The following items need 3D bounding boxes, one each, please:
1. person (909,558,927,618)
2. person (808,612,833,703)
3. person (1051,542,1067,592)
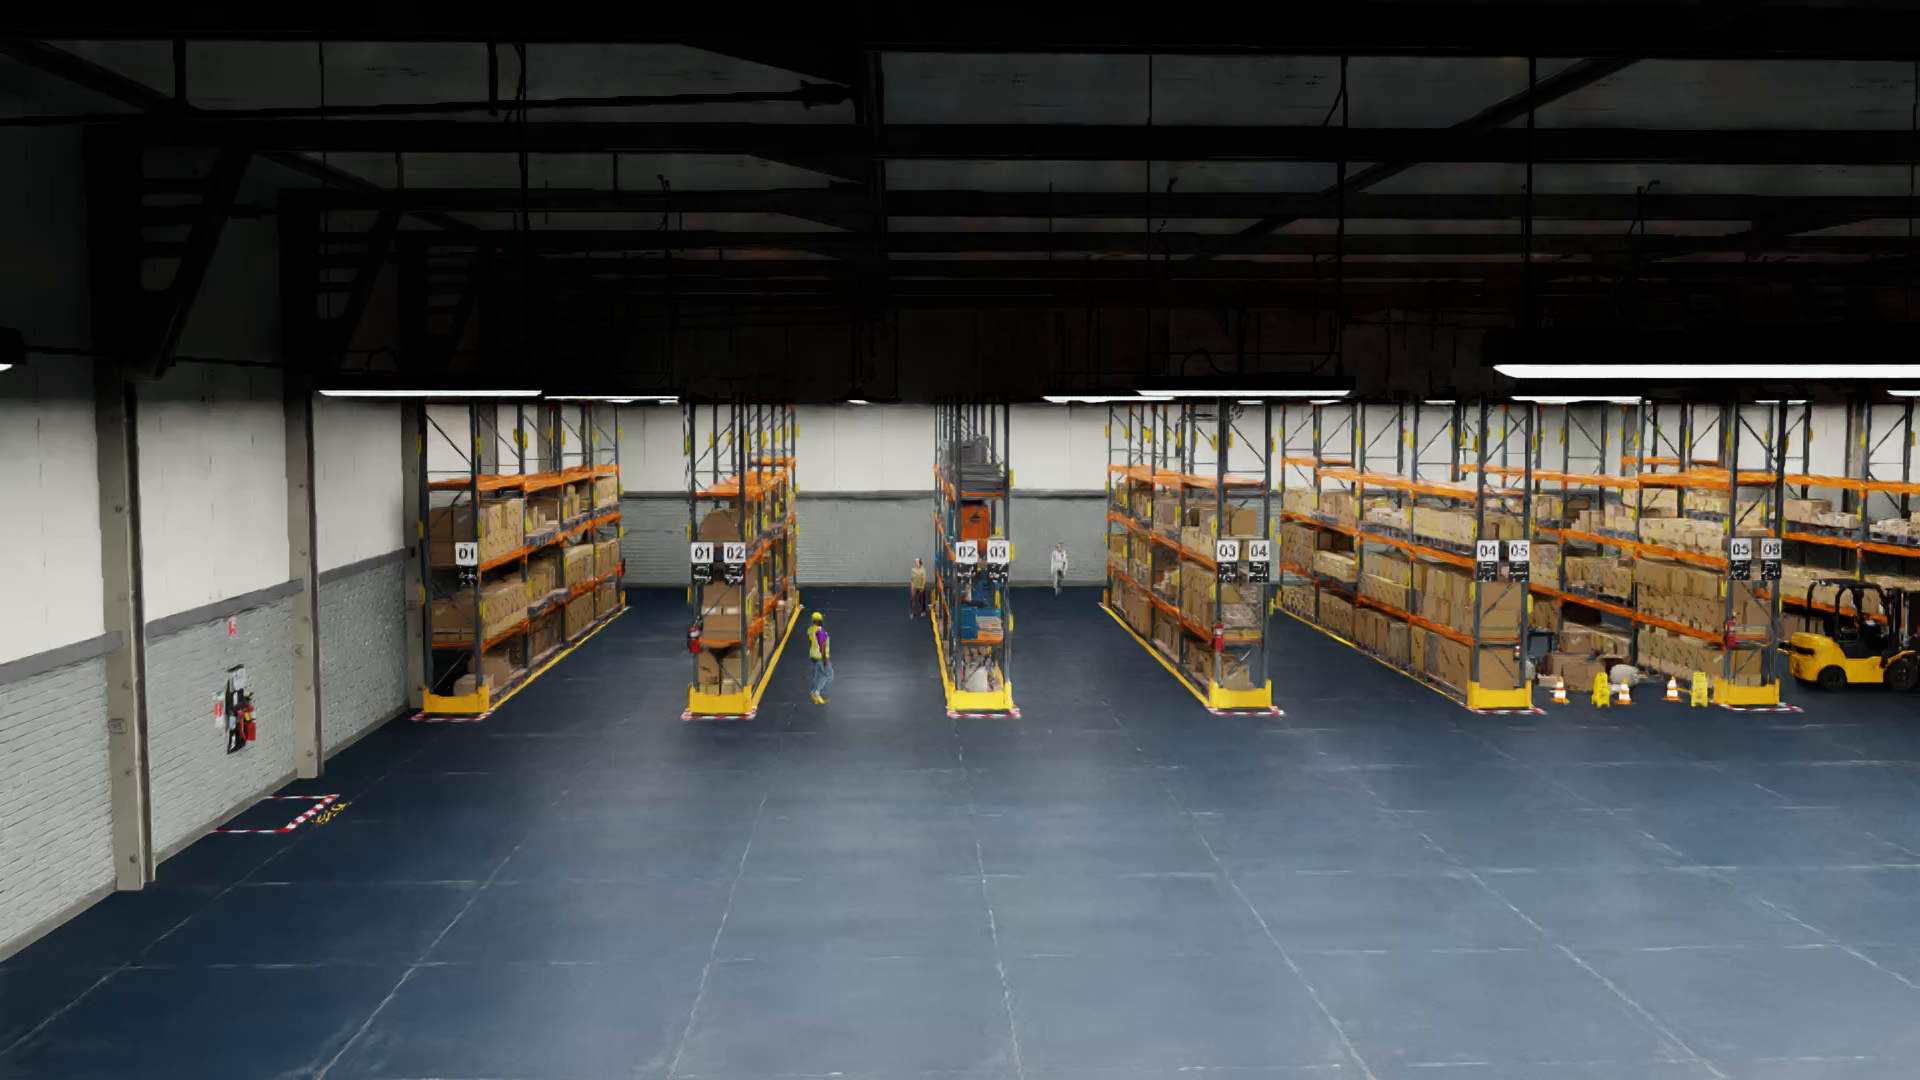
[{"bbox_3d":[-1.123,1.297,45.193,0.447,1.584,1.019,1,5,7],"label":"person"},{"bbox_3d":[-2.728,2.267,32.129,0.456,1.763,0.610,-3,5,-30],"label":"person"},{"bbox_3d":[3.039,0.832,50.637,0.484,1.545,0.579,0,5,-4],"label":"person"}]
